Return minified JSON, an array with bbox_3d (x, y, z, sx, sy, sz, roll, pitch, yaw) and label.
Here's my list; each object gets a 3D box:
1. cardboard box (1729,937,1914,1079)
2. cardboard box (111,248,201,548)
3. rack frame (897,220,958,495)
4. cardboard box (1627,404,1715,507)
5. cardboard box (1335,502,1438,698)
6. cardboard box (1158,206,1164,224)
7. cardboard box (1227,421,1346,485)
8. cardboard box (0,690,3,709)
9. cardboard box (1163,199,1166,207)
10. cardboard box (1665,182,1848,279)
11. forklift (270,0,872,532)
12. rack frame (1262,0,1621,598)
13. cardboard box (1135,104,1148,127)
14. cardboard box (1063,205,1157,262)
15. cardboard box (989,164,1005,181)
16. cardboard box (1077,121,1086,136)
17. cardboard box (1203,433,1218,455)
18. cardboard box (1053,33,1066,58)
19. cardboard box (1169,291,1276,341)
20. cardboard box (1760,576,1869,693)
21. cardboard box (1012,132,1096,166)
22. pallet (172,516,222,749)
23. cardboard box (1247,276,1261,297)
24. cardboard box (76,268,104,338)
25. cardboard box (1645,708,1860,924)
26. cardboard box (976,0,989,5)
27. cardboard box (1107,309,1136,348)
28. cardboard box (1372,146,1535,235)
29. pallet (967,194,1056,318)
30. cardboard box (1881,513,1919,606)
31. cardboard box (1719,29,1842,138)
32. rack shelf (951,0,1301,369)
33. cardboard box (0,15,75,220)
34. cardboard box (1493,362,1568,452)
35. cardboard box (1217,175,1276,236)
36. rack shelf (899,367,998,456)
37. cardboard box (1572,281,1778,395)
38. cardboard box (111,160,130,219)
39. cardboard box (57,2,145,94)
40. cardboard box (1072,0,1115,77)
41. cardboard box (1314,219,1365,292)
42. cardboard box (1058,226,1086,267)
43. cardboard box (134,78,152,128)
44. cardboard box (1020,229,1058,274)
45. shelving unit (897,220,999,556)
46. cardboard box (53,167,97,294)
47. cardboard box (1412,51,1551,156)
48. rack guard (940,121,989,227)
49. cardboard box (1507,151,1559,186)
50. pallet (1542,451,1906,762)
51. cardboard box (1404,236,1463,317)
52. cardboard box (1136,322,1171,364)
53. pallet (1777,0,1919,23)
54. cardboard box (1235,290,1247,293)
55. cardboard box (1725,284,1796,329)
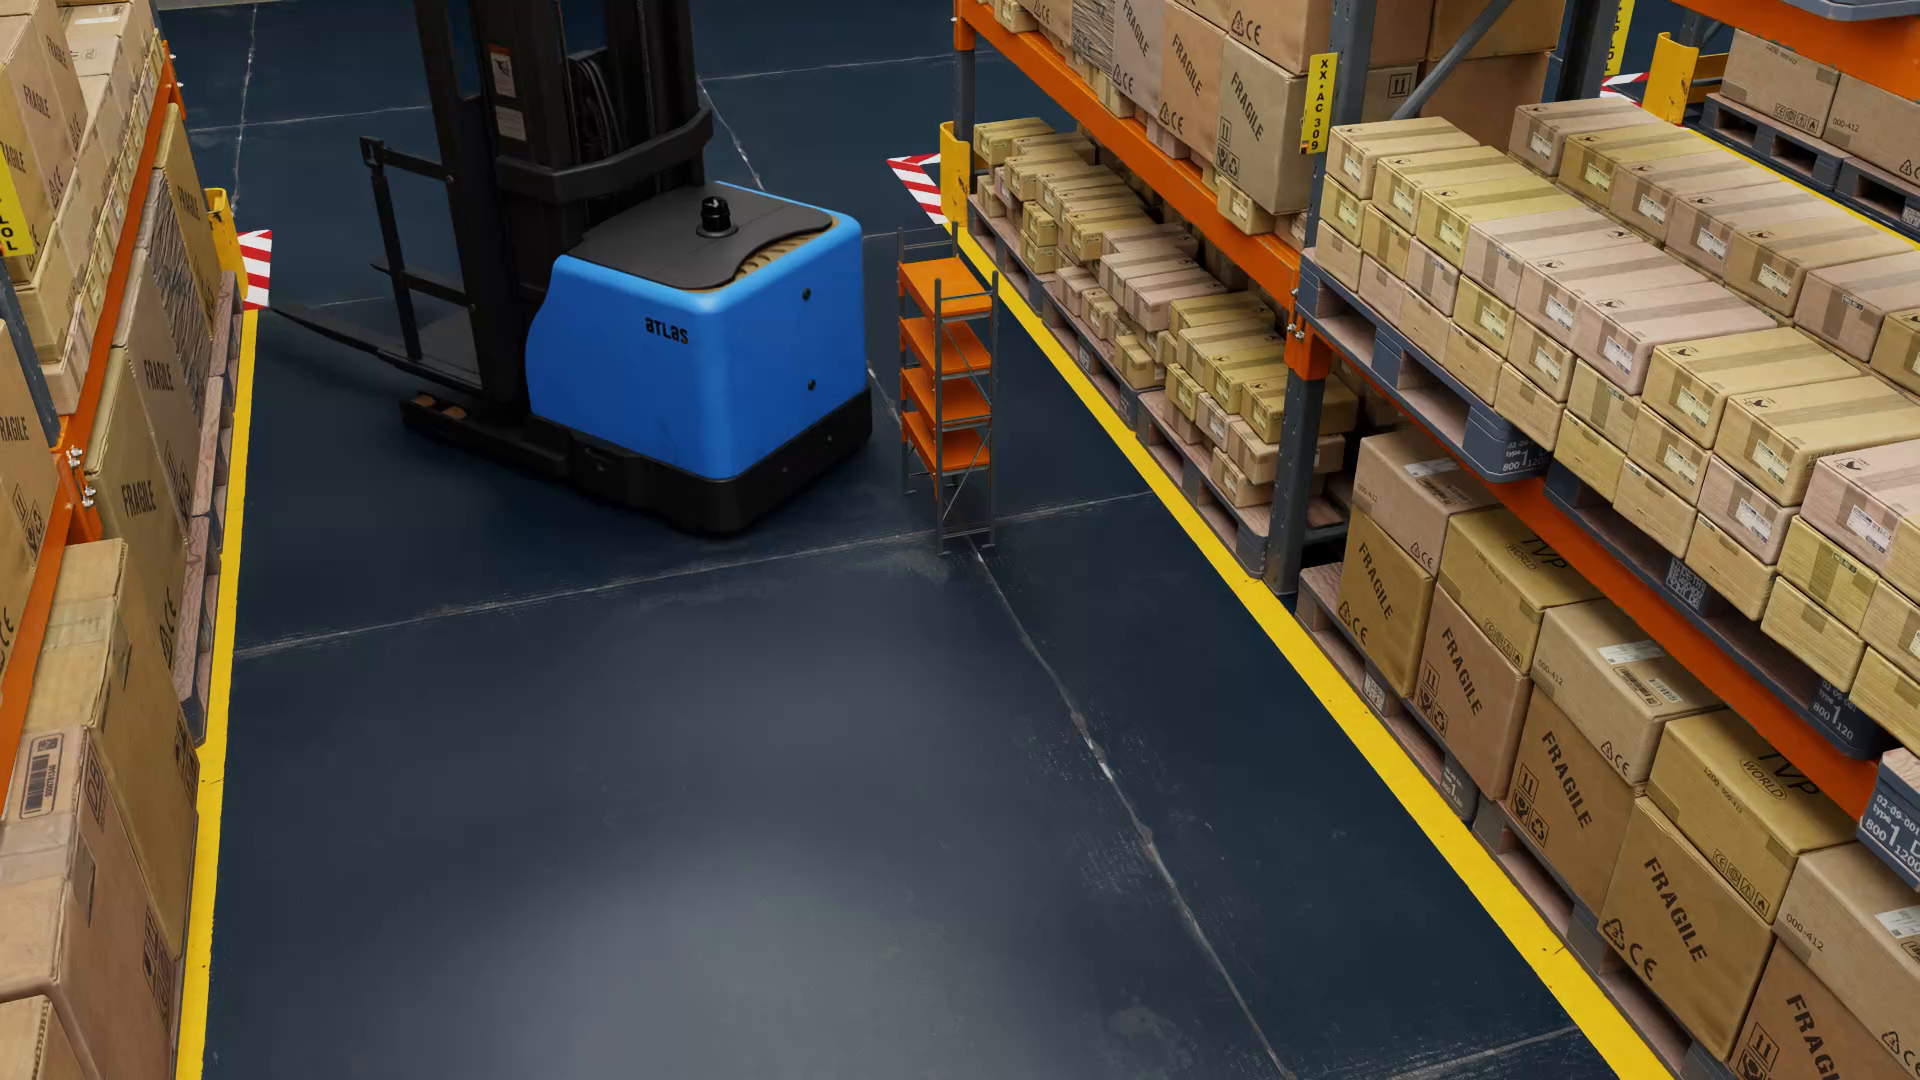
[{"bbox_3d":[2.292,1.250,4.025,0.500,0.500,0.500,-9,34,-13],"label":"cardboard box"},{"bbox_3d":[-3.478,-0.484,6.307,0.875,0.875,0.875,-10,35,-15],"label":"cardboard box"},{"bbox_3d":[-0.125,-0.716,6.745,0.240,1.200,0.015,-10,35,-15],"label":"rack frame"},{"bbox_3d":[1.838,-0.233,3.959,0.380,0.149,0.250,-11,35,-16],"label":"cardboard box"},{"bbox_3d":[1.649,0.157,5.678,0.500,0.500,0.500,-9,34,-13],"label":"cardboard box"},{"bbox_3d":[1.220,-1.582,8.359,0.380,0.149,0.250,-10,35,-14],"label":"cardboard box"},{"bbox_3d":[1.278,-0.365,6.517,0.380,0.149,0.250,-9,35,-14],"label":"cardboard box"},{"bbox_3d":[-2.365,0.330,3.440,0.500,0.500,0.500,-10,35,-15],"label":"cardboard box"},{"bbox_3d":[1.235,-1.708,8.279,0.380,0.149,0.250,-9,34,-13],"label":"cardboard box"},{"bbox_3d":[2.225,-0.869,4.652,0.380,0.149,0.250,-10,35,-15],"label":"cardboard box"},{"bbox_3d":[-1.900,-1.870,6.921,3.031,2.935,1.130,20,38,27],"label":"forklift"},{"bbox_3d":[1.676,-1.143,5.760,1.000,3.000,0.127,-10,35,-15],"label":"rack frame"},{"bbox_3d":[0.966,-1.836,7.036,0.380,0.149,0.250,-11,35,-15],"label":"cardboard box"},{"bbox_3d":[0.713,-1.458,7.901,0.380,0.149,0.250,-9,35,-14],"label":"cardboard box"},{"bbox_3d":[0.372,-2.035,9.044,0.380,0.149,0.250,-9,34,-13],"label":"cardboard box"},{"bbox_3d":[0.859,-2.242,9.088,0.380,0.149,0.250,-10,35,-14],"label":"cardboard box"},{"bbox_3d":[1.233,-0.428,6.882,0.380,0.149,0.250,-9,35,-13],"label":"cardboard box"},{"bbox_3d":[0.660,-2.377,7.854,0.380,0.149,0.250,-10,35,-15],"label":"cardboard box"},{"bbox_3d":[1.117,-0.927,7.097,0.380,0.149,0.250,-9,34,-13],"label":"cardboard box"},{"bbox_3d":[1.999,0.166,3.624,0.380,0.149,0.250,-12,35,-17],"label":"cardboard box"},{"bbox_3d":[0.491,-2.021,8.753,0.380,0.149,0.250,-9,35,-14],"label":"cardboard box"},{"bbox_3d":[-3.235,0.389,5.971,1.003,0.211,1.213,-10,35,-15],"label":"pallet"},{"bbox_3d":[1.516,-1.153,7.439,0.380,0.149,0.250,-9,35,-14],"label":"cardboard box"},{"bbox_3d":[-3.013,-0.745,5.384,0.380,0.149,0.250,-9,34,-13],"label":"cardboard box"},{"bbox_3d":[2.134,0.664,4.231,0.500,0.250,0.500,-9,35,-14],"label":"cardboard box"},{"bbox_3d":[0.243,-2.914,8.666,0.380,0.149,0.250,-10,35,-15],"label":"cardboard box"},{"bbox_3d":[0.901,-0.970,7.701,0.380,0.149,0.250,-9,35,-14],"label":"cardboard box"},{"bbox_3d":[1.450,-1.033,4.899,0.380,0.149,0.250,-9,35,-13],"label":"cardboard box"},{"bbox_3d":[0.694,-1.608,8.992,1.003,0.211,1.213,-10,35,-15],"label":"pallet"},{"bbox_3d":[2.071,0.048,3.263,0.380,0.149,0.250,-9,35,-13],"label":"cardboard box"},{"bbox_3d":[5.436,-2.906,10.369,0.875,0.438,0.875,-11,35,-16],"label":"cardboard box"},{"bbox_3d":[1.066,-1.893,7.547,1.077,0.370,4.000,-10,35,-15],"label":"rack shelf"},{"bbox_3d":[-3.123,-1.291,5.169,0.500,0.500,0.500,-10,35,-15],"label":"cardboard box"},{"bbox_3d":[1.675,-0.388,4.463,0.380,0.149,0.250,-12,35,-17],"label":"cardboard box"},{"bbox_3d":[1.184,-1.266,6.173,0.380,0.149,0.250,-11,35,-16],"label":"cardboard box"},{"bbox_3d":[-0.050,-0.531,6.588,0.258,0.148,0.480,-10,35,-15],"label":"rack shelf"},{"bbox_3d":[1.754,-0.499,4.092,0.380,0.149,0.250,-9,34,-13],"label":"cardboard box"},{"bbox_3d":[-3.328,-1.287,6.205,0.380,0.149,0.250,-11,35,-16],"label":"cardboard box"},{"bbox_3d":[-3.743,-2.048,6.994,0.500,0.250,0.500,-11,35,-16],"label":"cardboard box"},{"bbox_3d":[0.816,-2.325,7.187,0.500,0.500,0.500,-11,35,-16],"label":"cardboard box"},{"bbox_3d":[1.359,-0.930,5.283,0.380,0.149,0.250,-12,35,-17],"label":"cardboard box"},{"bbox_3d":[0.707,-1.492,8.222,0.380,0.149,0.250,-12,35,-17],"label":"cardboard box"},{"bbox_3d":[-3.644,-1.826,7.021,0.380,0.149,0.250,-9,35,-14],"label":"cardboard box"},{"bbox_3d":[0.525,-1.495,8.496,0.380,0.149,0.250,-10,35,-14],"label":"cardboard box"},{"bbox_3d":[-0.050,-0.587,6.551,0.258,1.200,0.503,-10,35,-15],"label":"shelving unit"},{"bbox_3d":[-3.119,-0.977,5.373,0.500,0.250,0.500,-10,35,-15],"label":"cardboard box"},{"bbox_3d":[1.765,-1.612,6.108,0.500,0.500,0.500,-11,35,-16],"label":"cardboard box"},{"bbox_3d":[0.479,-2.161,9.567,1.175,0.500,0.348,-10,35,-15],"label":"rack guard"},{"bbox_3d":[1.986,-1.162,5.365,0.380,0.149,0.250,-9,35,-13],"label":"cardboard box"},{"bbox_3d":[2.254,0.004,4.197,1.003,0.211,1.213,-10,35,-15],"label":"pallet"},{"bbox_3d":[1.519,-0.783,4.791,0.380,0.149,0.250,-9,35,-14],"label":"cardboard box"},{"bbox_3d":[1.005,-0.922,7.359,0.380,0.149,0.250,-9,35,-14],"label":"cardboard box"},{"bbox_3d":[2.083,-1.431,3.644,1.213,0.211,1.003,-10,35,-15],"label":"pallet"},{"bbox_3d":[1.458,-1.028,7.520,0.380,0.149,0.250,-8,34,-13],"label":"cardboard box"},{"bbox_3d":[2.306,-0.614,4.535,0.380,0.149,0.250,-12,35,-17],"label":"cardboard box"}]
